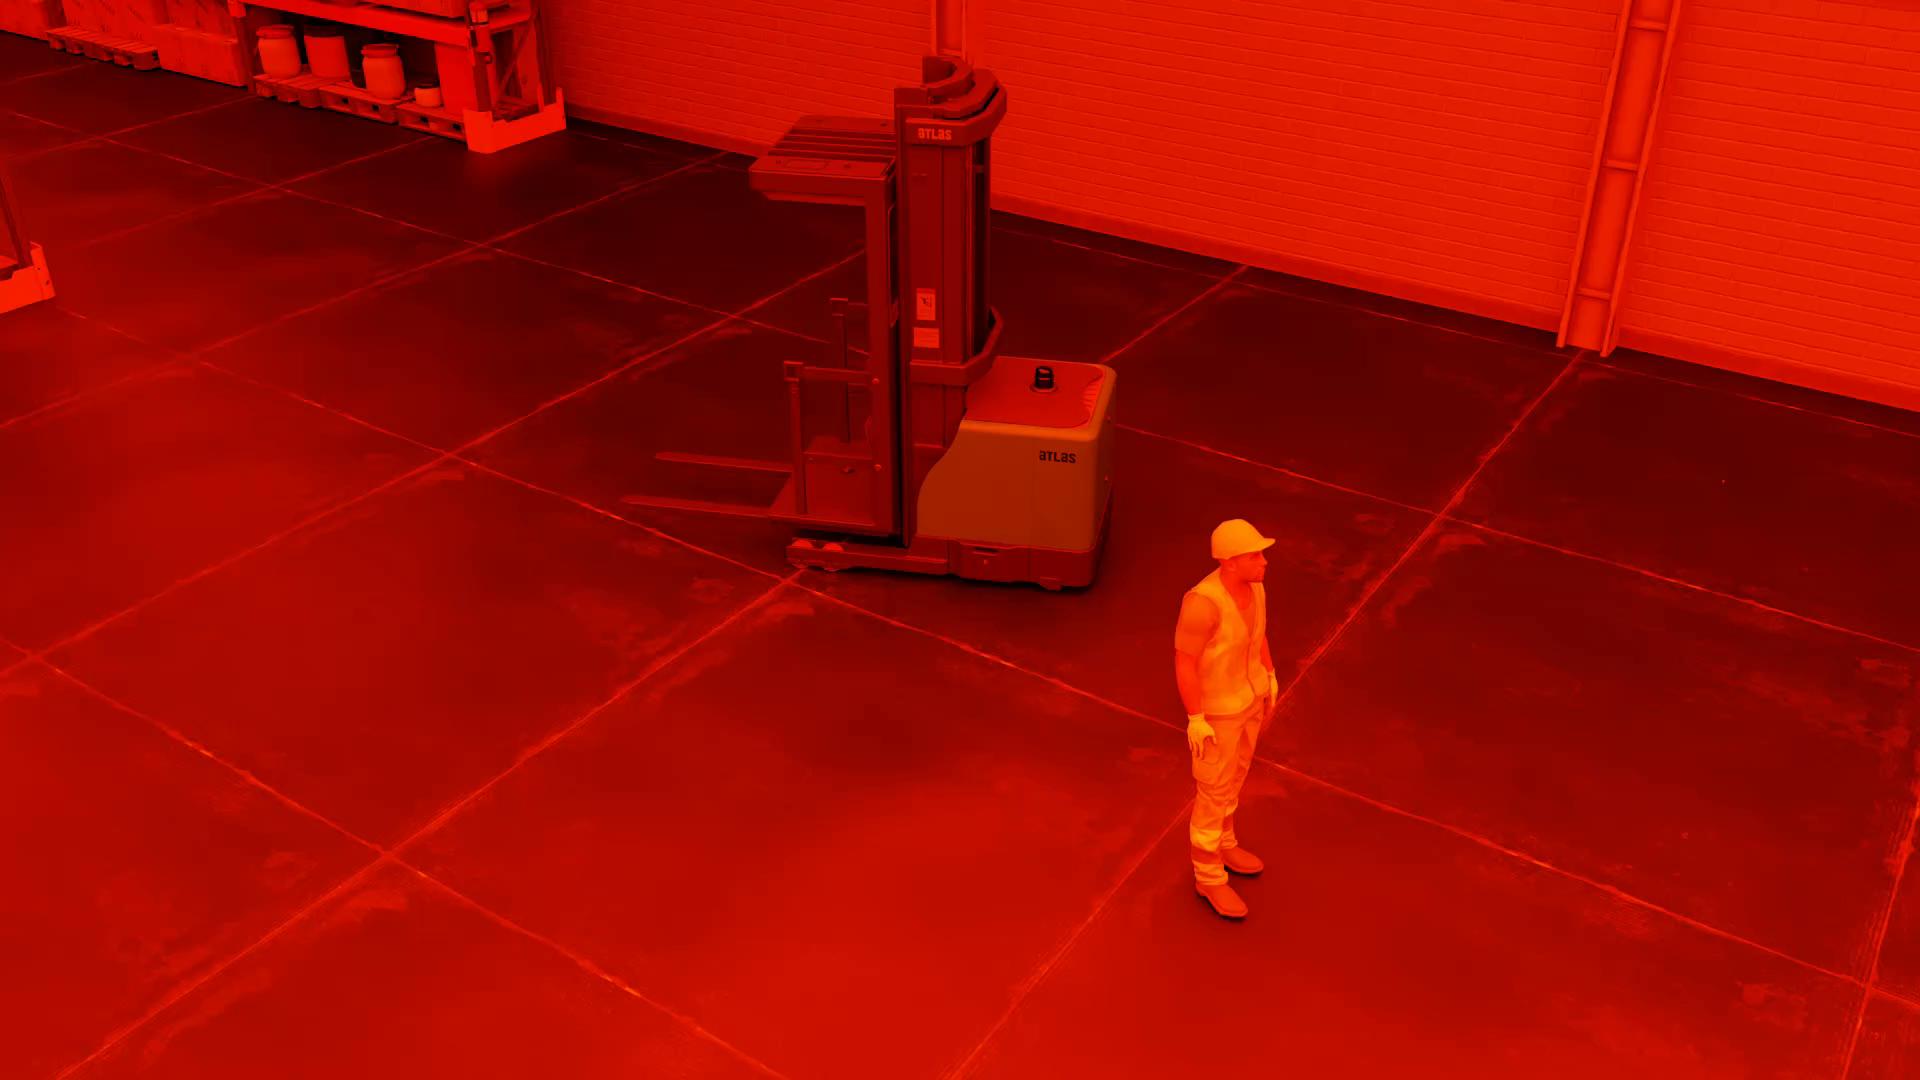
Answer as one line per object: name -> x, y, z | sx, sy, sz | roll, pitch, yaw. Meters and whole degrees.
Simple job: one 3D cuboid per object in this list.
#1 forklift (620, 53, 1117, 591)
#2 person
forklift -> -0.596, -1.330, 9.871 | 3.031, 2.935, 1.130 | 6, 31, 10
person -> 1.253, 0.757, 7.400 | 0.564, 1.787, 0.638 | 25, 38, 36
